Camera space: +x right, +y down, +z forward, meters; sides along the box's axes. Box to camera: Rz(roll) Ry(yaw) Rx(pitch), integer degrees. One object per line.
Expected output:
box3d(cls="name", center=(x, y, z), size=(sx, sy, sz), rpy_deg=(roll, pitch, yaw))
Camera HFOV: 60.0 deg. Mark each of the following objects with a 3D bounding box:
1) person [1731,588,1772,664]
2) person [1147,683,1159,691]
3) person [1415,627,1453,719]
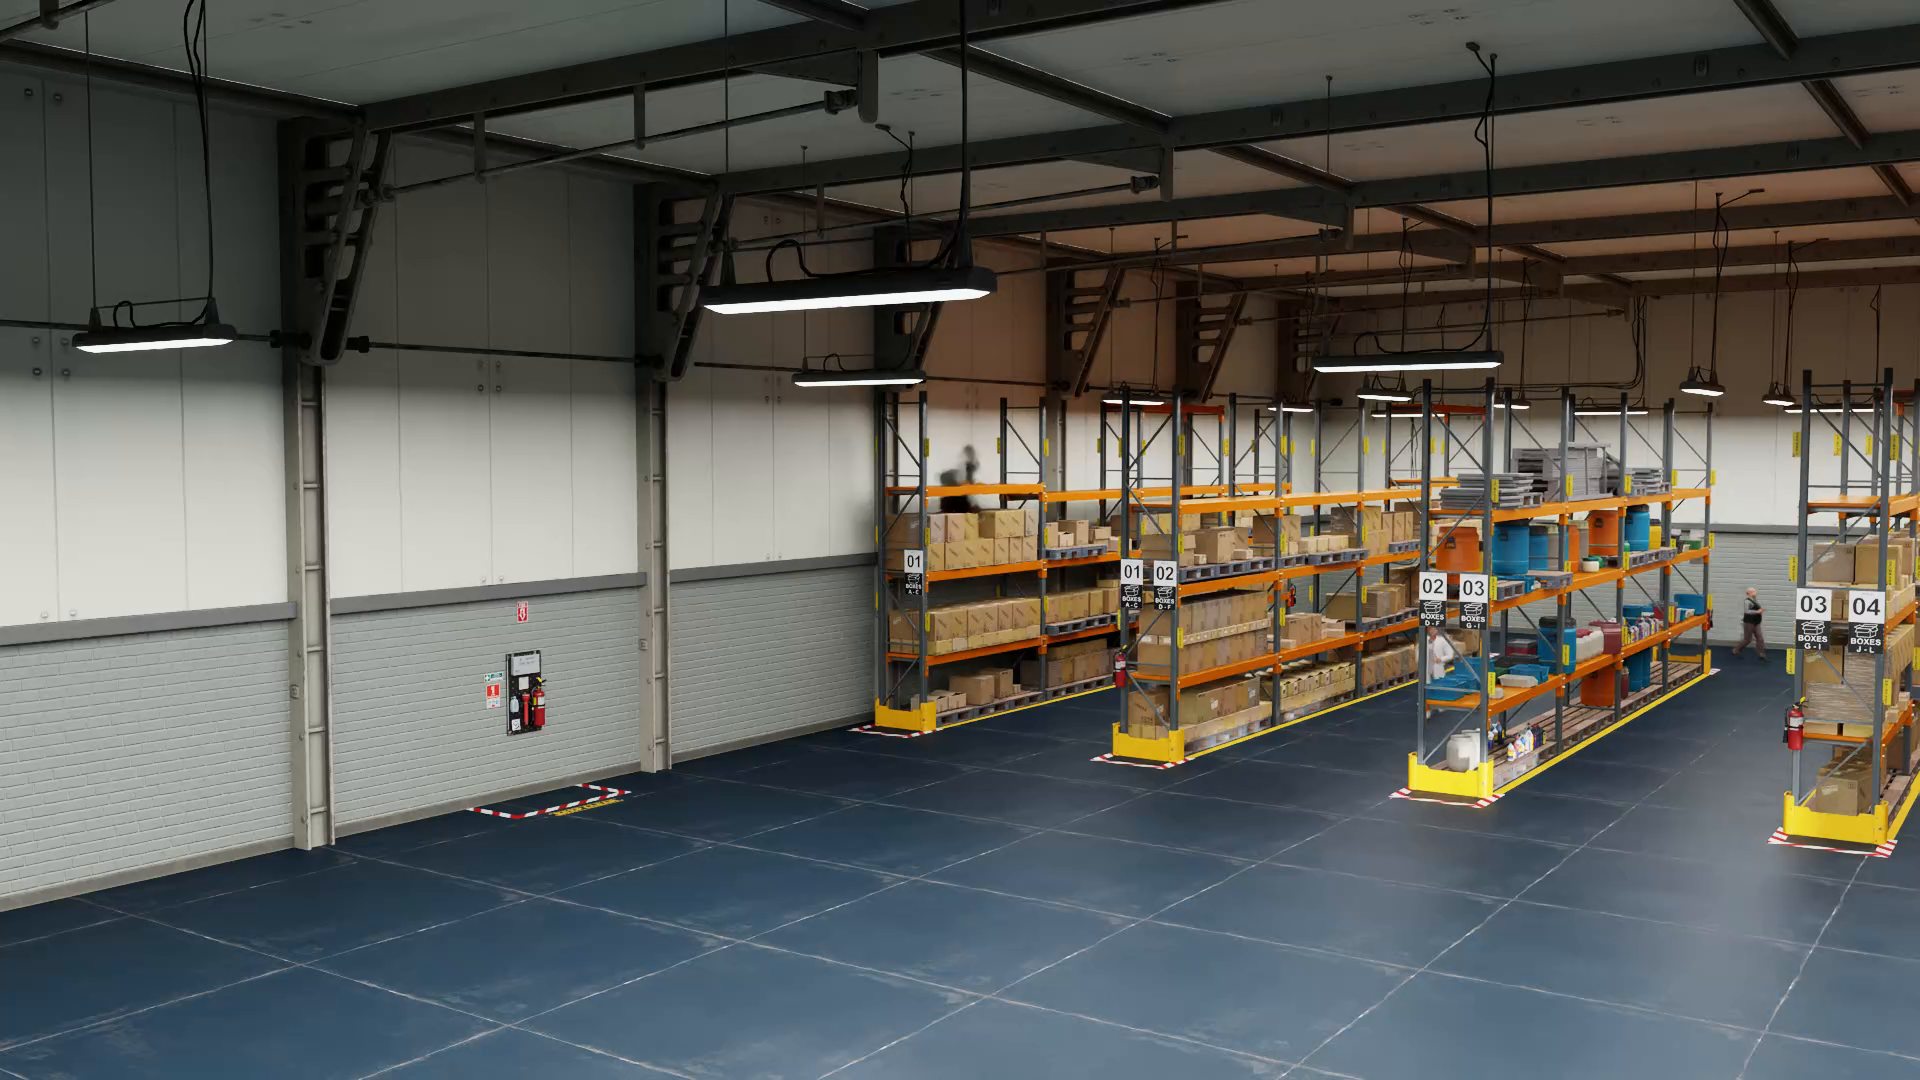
box3d(cls="person", center=(18.385, 1.974, 38.604), size=(0.651, 1.738, 0.881), rpy_deg=(-3, 4, -39))
box3d(cls="person", center=(3.662, 2.421, 31.487), size=(0.589, 1.652, 0.526), rpy_deg=(2, 4, 31))
box3d(cls="person", center=(8.743, 2.421, 30.788), size=(0.720, 1.745, 0.896), rpy_deg=(2, 4, 28))
